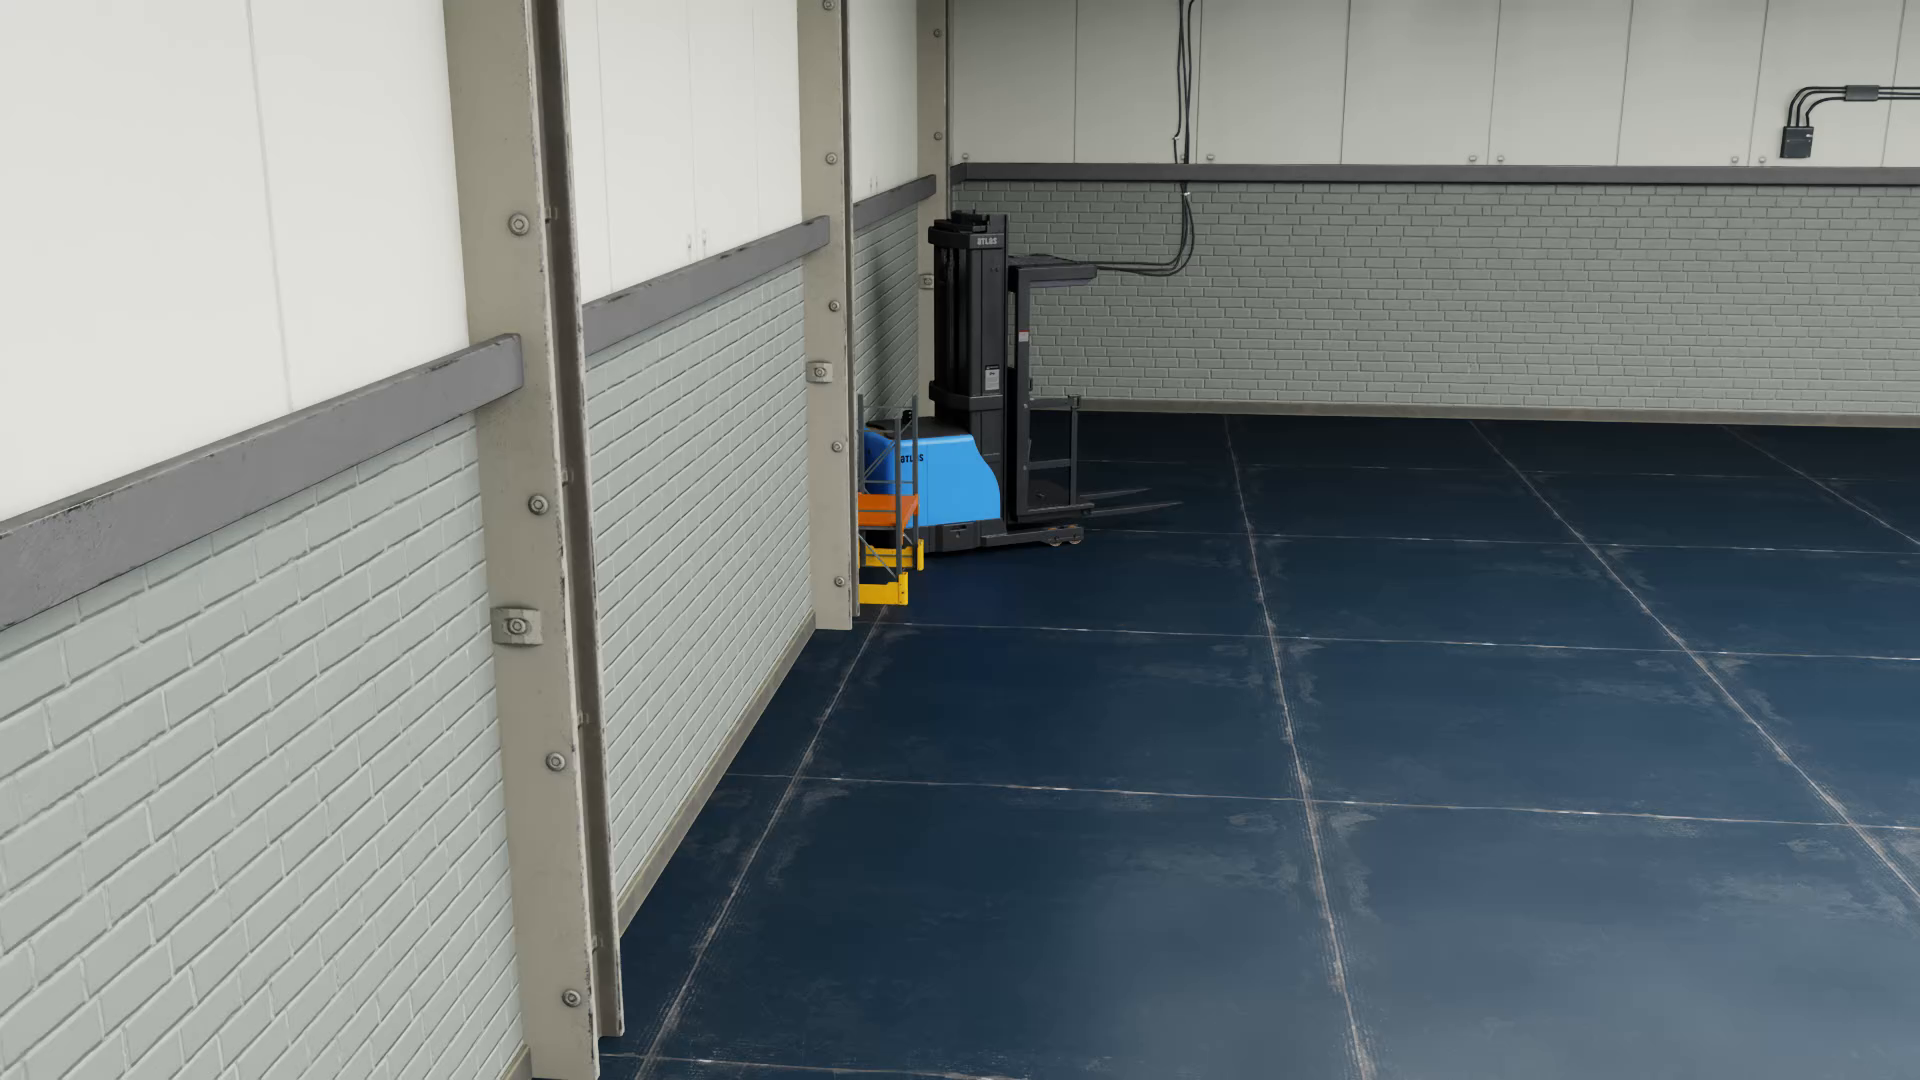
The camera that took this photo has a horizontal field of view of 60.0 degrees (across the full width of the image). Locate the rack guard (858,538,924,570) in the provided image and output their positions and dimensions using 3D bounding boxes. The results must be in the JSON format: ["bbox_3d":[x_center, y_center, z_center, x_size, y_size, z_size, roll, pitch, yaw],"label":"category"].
[{"bbox_3d":[-0.607,0.120,14.241,0.587,0.250,0.087,2,15,6],"label":"rack guard"}]

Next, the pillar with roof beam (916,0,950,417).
[{"bbox_3d":[3.994,-5.146,16.952,9.100,9.000,0.400,2,15,6],"label":"pillar with roof beam"}]

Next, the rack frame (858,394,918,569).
[{"bbox_3d":[-0.605,-0.489,14.097,0.500,1.500,0.032,2,15,6],"label":"rack frame"}]

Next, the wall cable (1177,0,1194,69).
[{"bbox_3d":[4.051,-6.857,19.554,3.097,2.526,0.112,2,15,6],"label":"wall cable"}]

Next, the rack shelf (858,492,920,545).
[{"bbox_3d":[-0.658,-0.183,13.656,0.538,0.185,1.000,2,15,6],"label":"rack shelf"}]

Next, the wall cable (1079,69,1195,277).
[{"bbox_3d":[1.363,-4.499,20.508,3.097,2.526,0.112,2,15,6],"label":"wall cable"}]

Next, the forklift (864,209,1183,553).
[{"bbox_3d":[0.573,-1.478,15.014,3.031,2.935,1.130,-6,16,-22],"label":"forklift"}]

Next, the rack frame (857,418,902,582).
[{"bbox_3d":[-0.712,-0.225,13.121,0.500,1.500,0.032,2,15,6],"label":"rack frame"}]

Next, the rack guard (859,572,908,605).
[{"bbox_3d":[-0.712,0.378,13.285,0.587,0.250,0.087,2,15,6],"label":"rack guard"}]

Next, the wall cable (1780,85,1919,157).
[{"bbox_3d":[10.794,-7.356,18.610,2.305,6.003,0.169,2,15,6],"label":"wall cable"}]

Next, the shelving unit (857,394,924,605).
[{"bbox_3d":[-0.659,-0.355,13.600,0.587,1.500,1.083,2,15,6],"label":"shelving unit"}]

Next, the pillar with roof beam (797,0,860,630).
[{"bbox_3d":[3.317,-3.590,11.197,9.100,9.000,0.400,2,15,6],"label":"pillar with roof beam"}]

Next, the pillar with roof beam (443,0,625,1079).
[{"bbox_3d":[2.640,-2.033,5.442,9.100,9.000,0.400,2,15,6],"label":"pillar with roof beam"}]
